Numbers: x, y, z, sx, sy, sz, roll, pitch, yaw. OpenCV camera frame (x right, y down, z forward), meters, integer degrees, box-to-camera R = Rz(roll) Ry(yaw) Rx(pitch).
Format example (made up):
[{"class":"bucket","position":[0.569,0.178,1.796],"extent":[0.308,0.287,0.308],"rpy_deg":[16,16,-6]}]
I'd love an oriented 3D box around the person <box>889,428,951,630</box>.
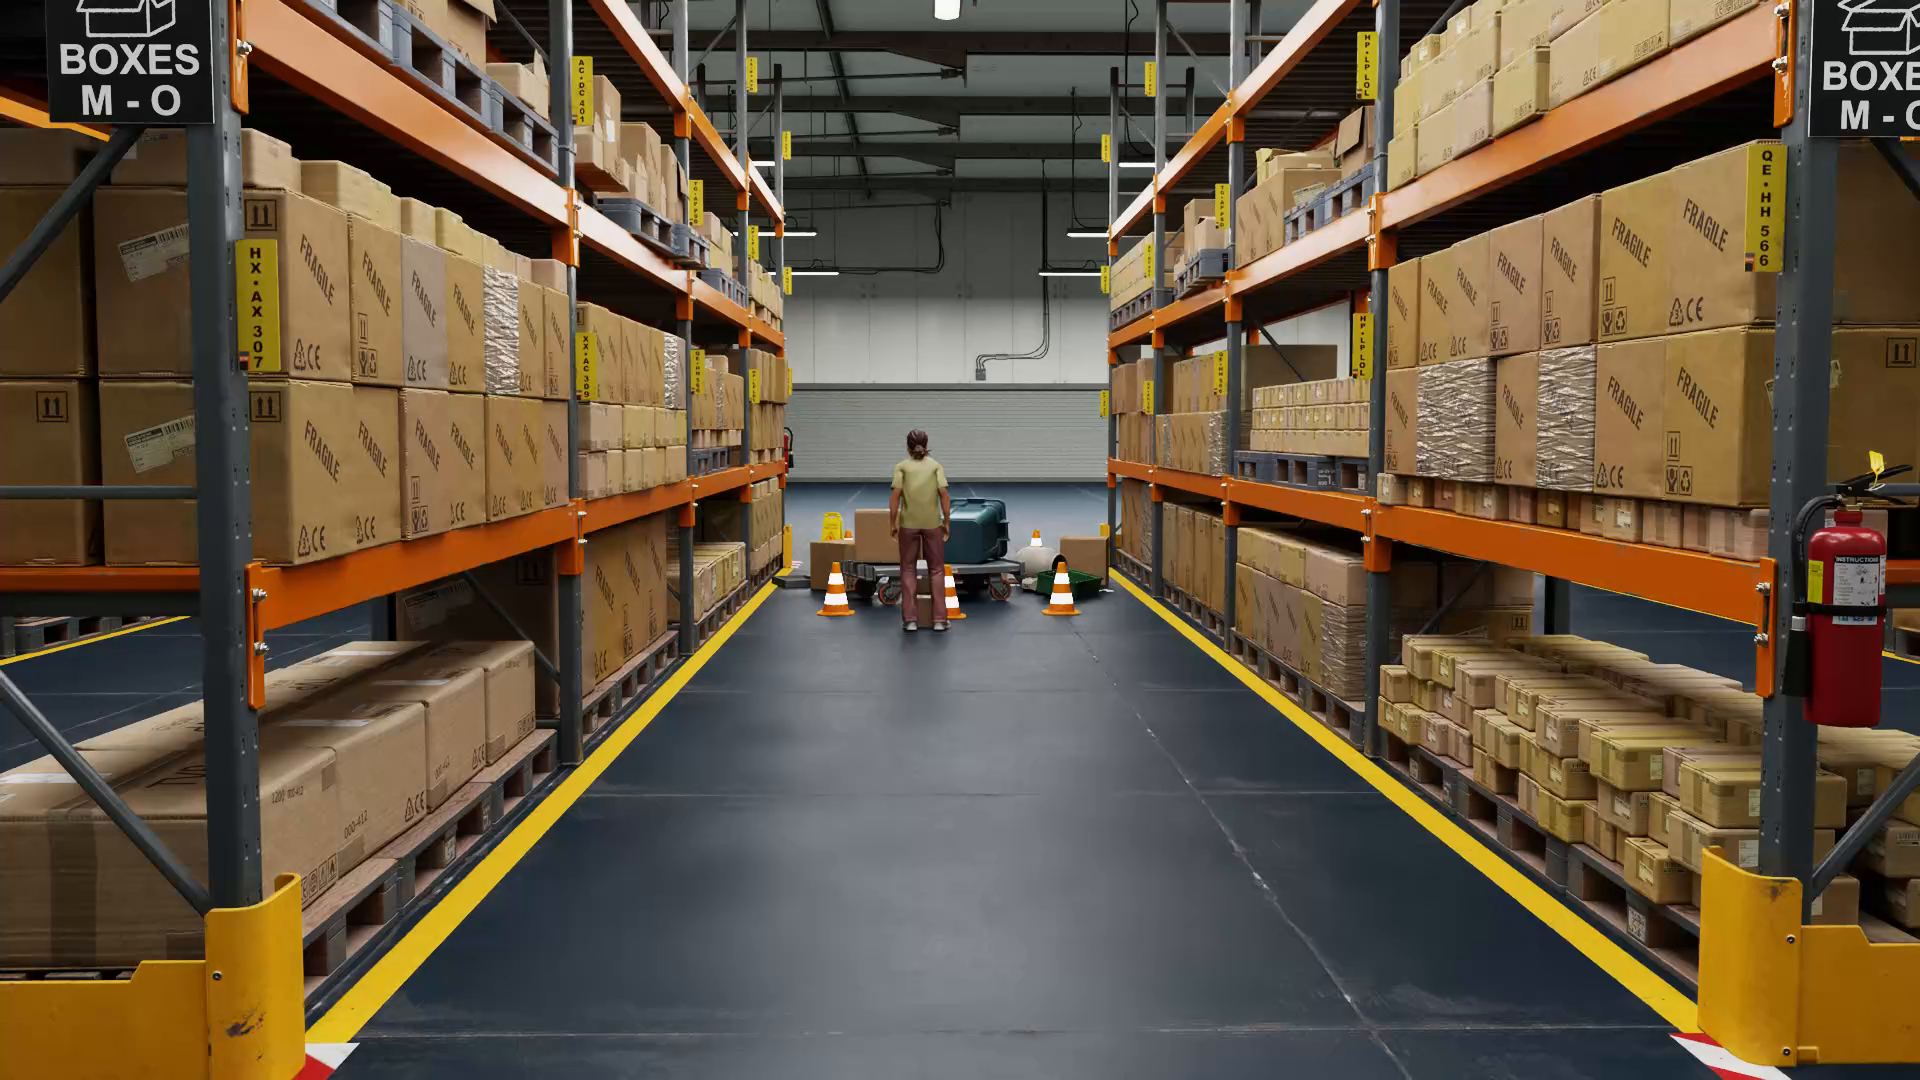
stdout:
[{"class":"person","position":[-0.328,-0.089,13.798],"extent":[0.521,1.672,0.355],"rpy_deg":[0,4,-5]}]
